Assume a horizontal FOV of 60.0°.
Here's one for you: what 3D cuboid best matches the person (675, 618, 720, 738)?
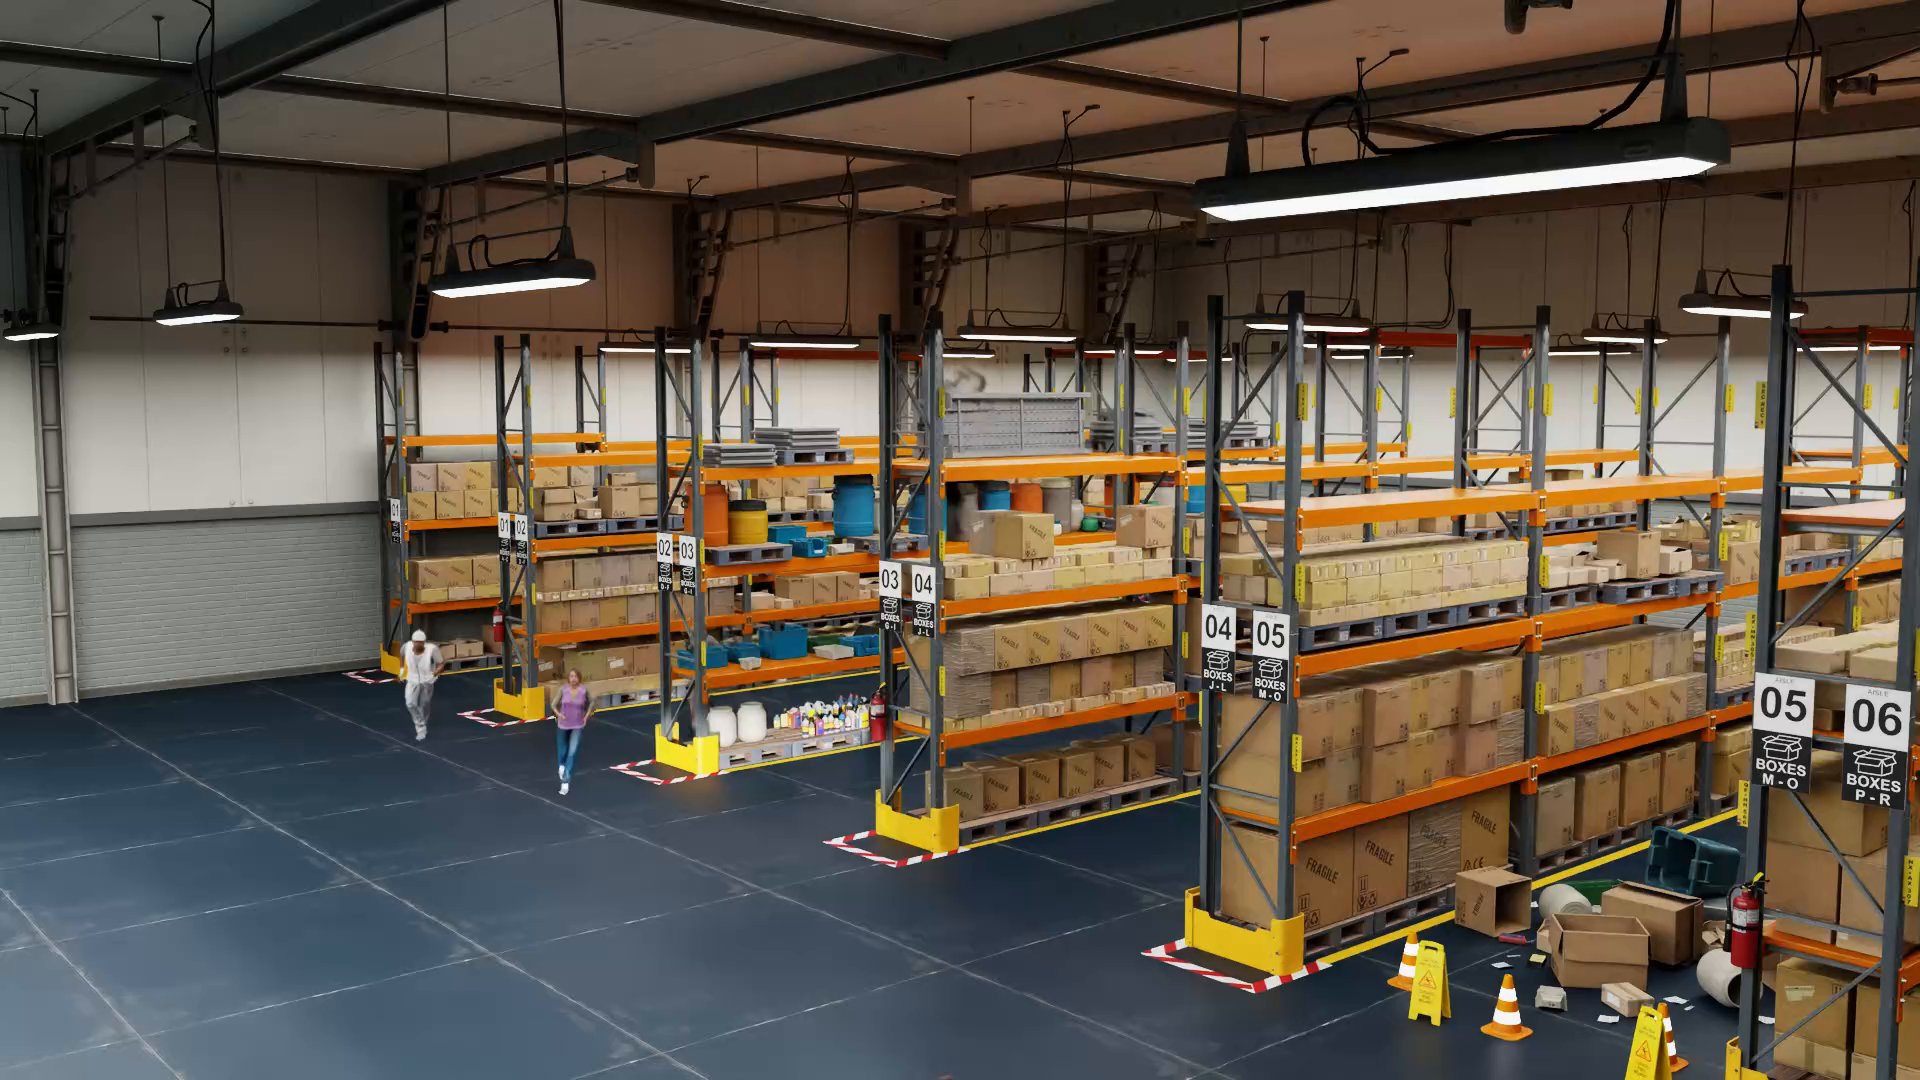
[{"bbox_3d":[-3.916,2.050,24.899,0.771,1.793,0.673,-5,7,-43],"label":"person"}]

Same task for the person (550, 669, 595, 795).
[{"bbox_3d":[-5.001,2.443,21.492,0.553,1.579,0.700,-1,5,-10],"label":"person"}]

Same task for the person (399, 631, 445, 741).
[{"bbox_3d":[-7.980,2.130,24.753,0.681,1.663,1.091,-1,5,-6],"label":"person"}]
